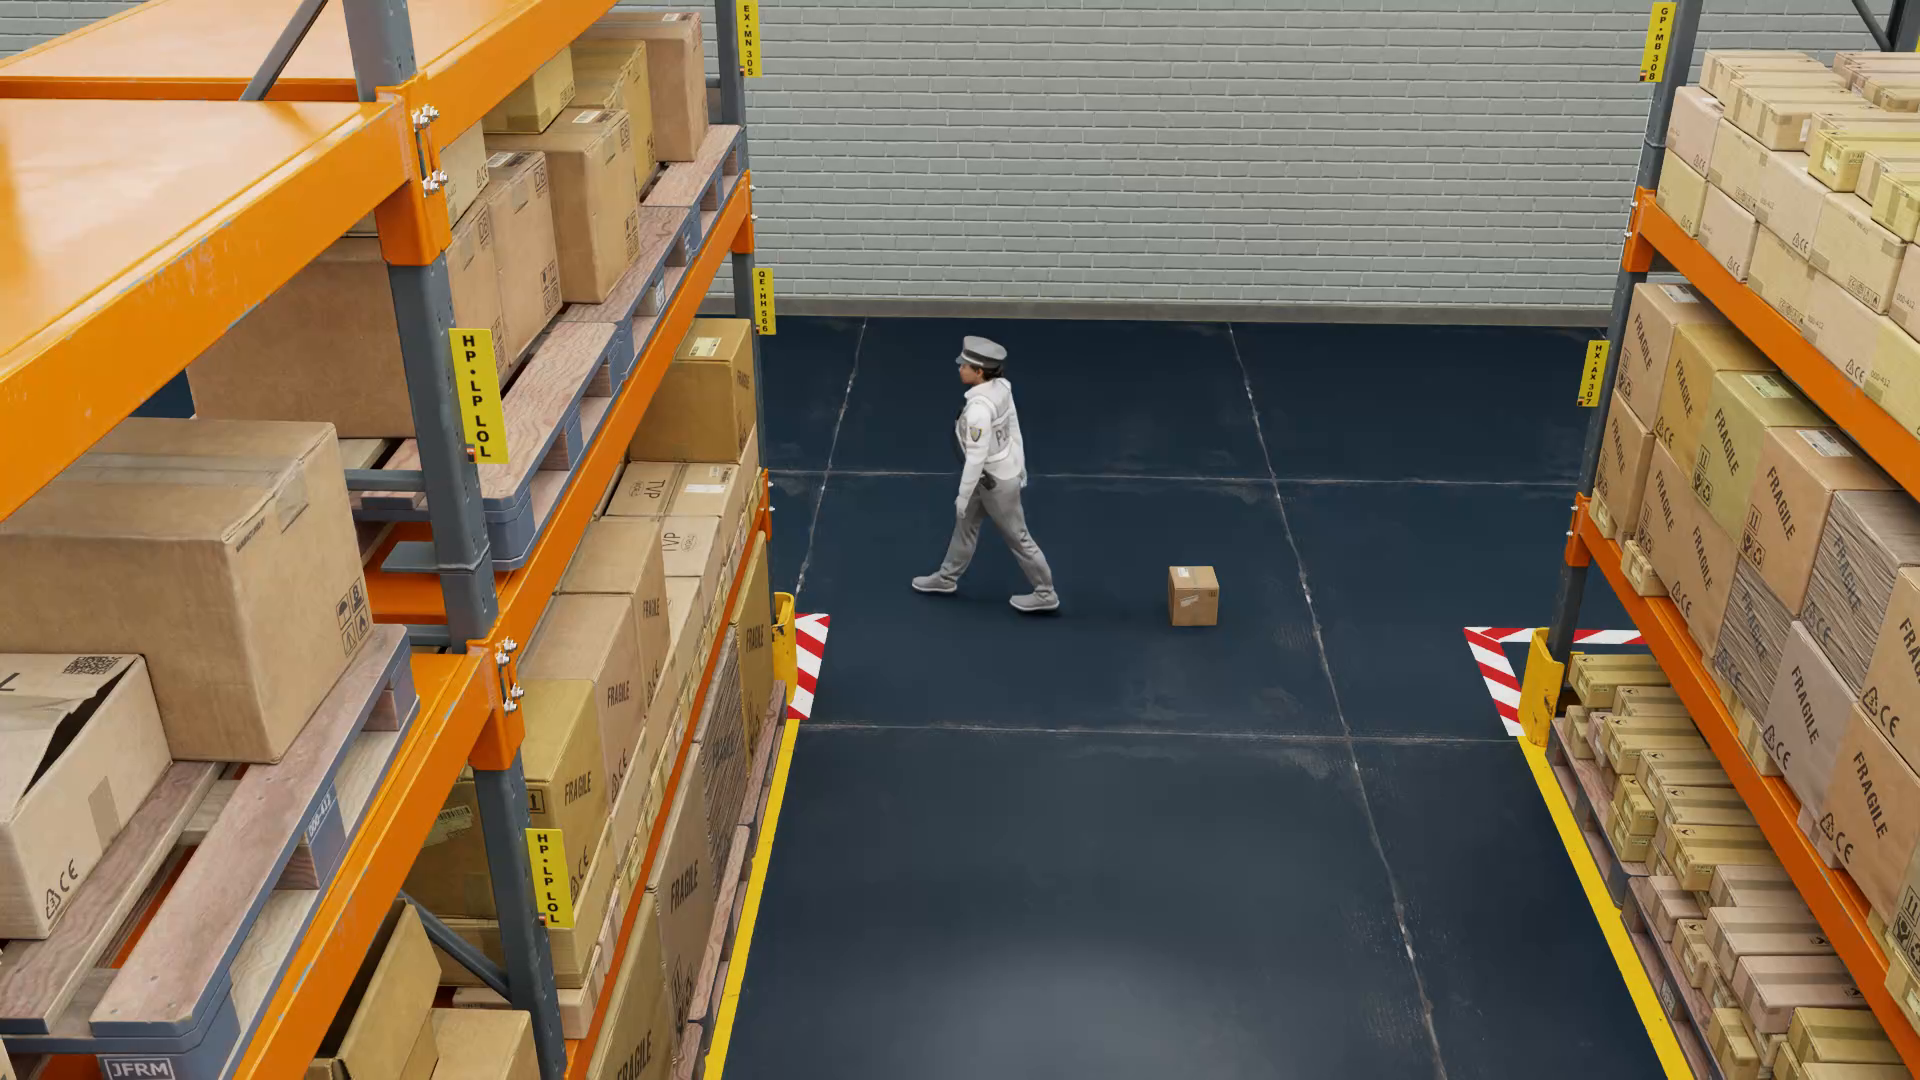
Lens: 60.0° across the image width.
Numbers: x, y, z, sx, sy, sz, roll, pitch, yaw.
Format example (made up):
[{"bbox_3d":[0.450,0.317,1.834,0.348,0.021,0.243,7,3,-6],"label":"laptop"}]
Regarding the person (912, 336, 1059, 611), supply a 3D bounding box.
[{"bbox_3d":[0.129,-0.349,9.240,0.892,1.638,0.509,4,28,8],"label":"person"}]
